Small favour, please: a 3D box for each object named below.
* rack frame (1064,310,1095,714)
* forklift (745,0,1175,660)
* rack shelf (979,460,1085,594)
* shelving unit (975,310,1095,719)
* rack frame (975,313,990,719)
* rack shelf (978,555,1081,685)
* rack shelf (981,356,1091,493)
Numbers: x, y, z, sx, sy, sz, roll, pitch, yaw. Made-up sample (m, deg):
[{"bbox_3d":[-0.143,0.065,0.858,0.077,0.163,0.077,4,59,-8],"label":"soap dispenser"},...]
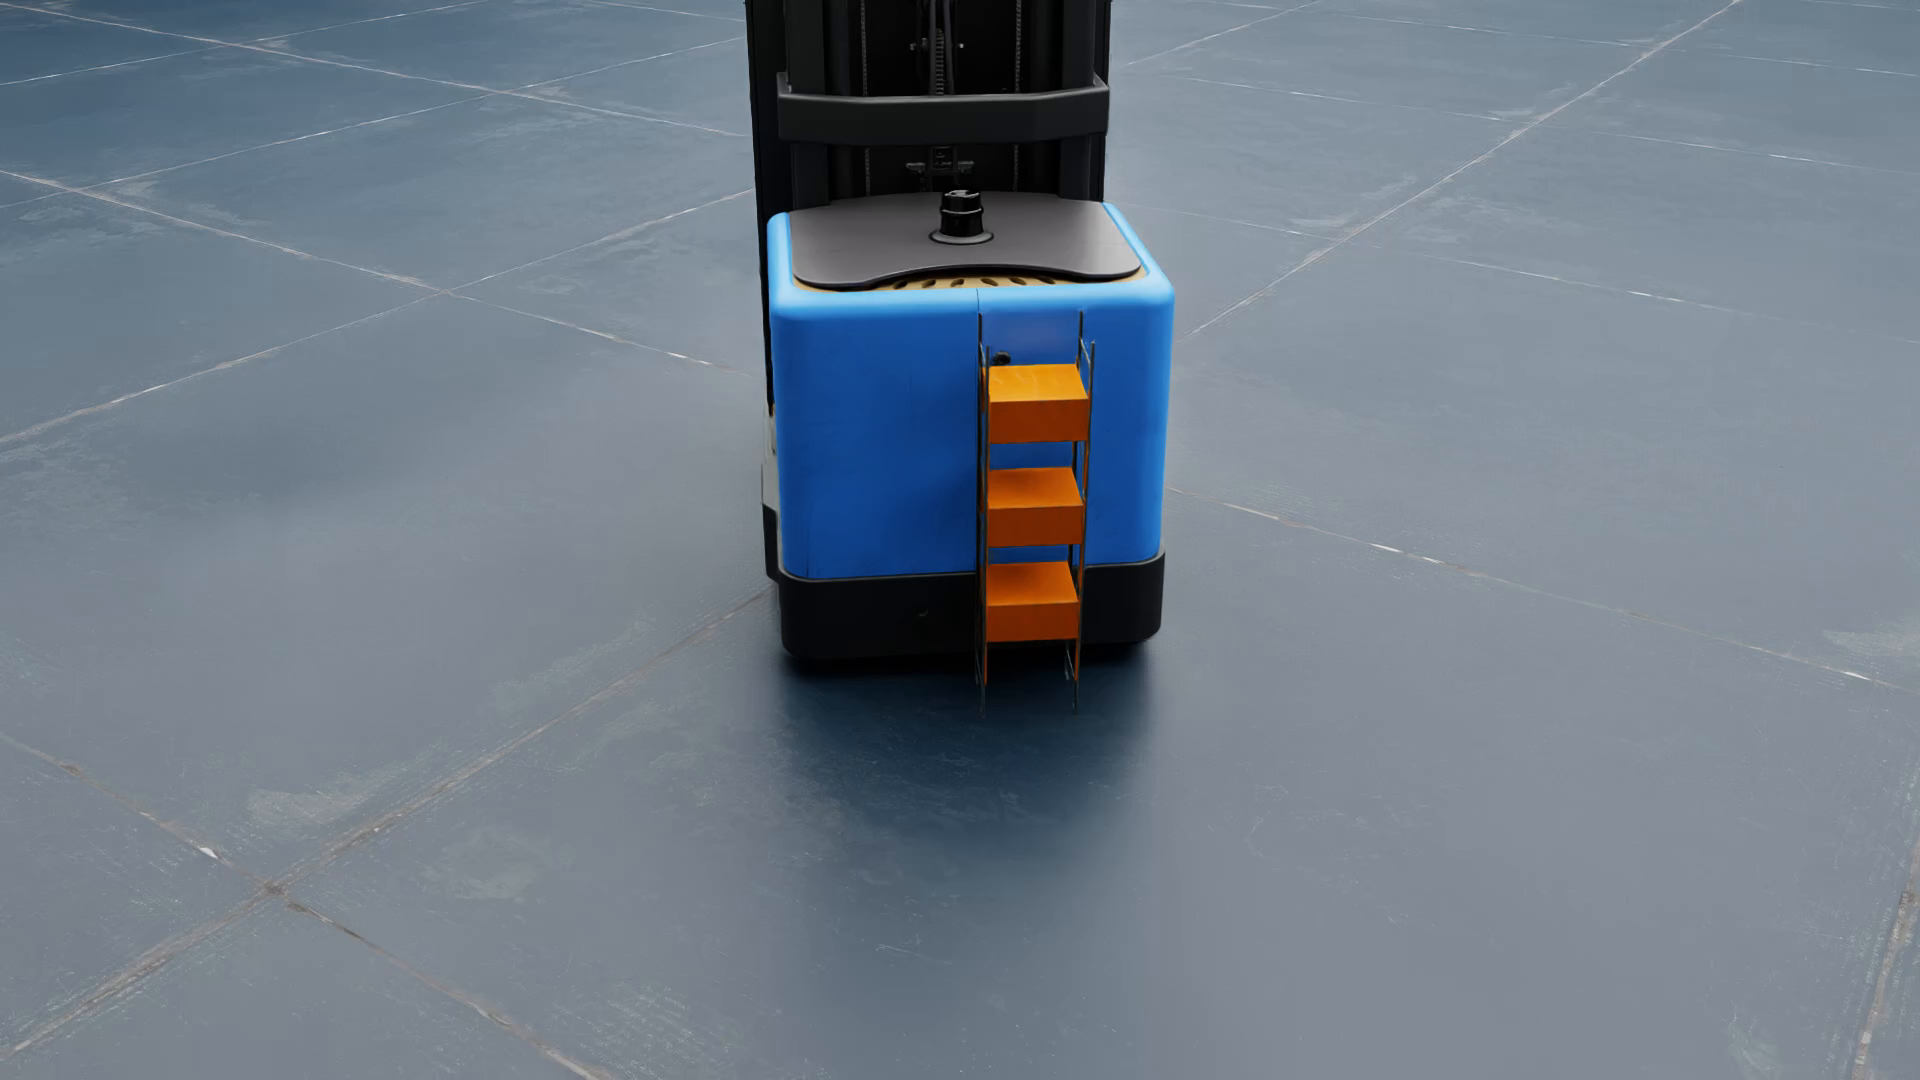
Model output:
[{"bbox_3d":[0.297,-0.049,4.176,0.008,1.050,0.200,-2,30,-4],"label":"rack frame"},{"bbox_3d":[-0.122,-1.624,5.209,1.130,2.935,3.031,-3,27,-6],"label":"forklift"},{"bbox_3d":[0.176,-0.035,4.172,0.240,0.259,0.215,-2,30,-4],"label":"rack shelf"},{"bbox_3d":[0.176,-0.044,4.167,0.252,1.050,0.215,-2,30,-4],"label":"shelving unit"},{"bbox_3d":[0.054,-0.039,4.157,0.008,1.050,0.200,-2,30,-4],"label":"rack frame"},{"bbox_3d":[0.175,0.206,4.311,0.240,0.259,0.215,-2,30,-4],"label":"rack shelf"},{"bbox_3d":[0.177,-0.281,4.030,0.240,0.259,0.215,-2,30,-4],"label":"rack shelf"}]
